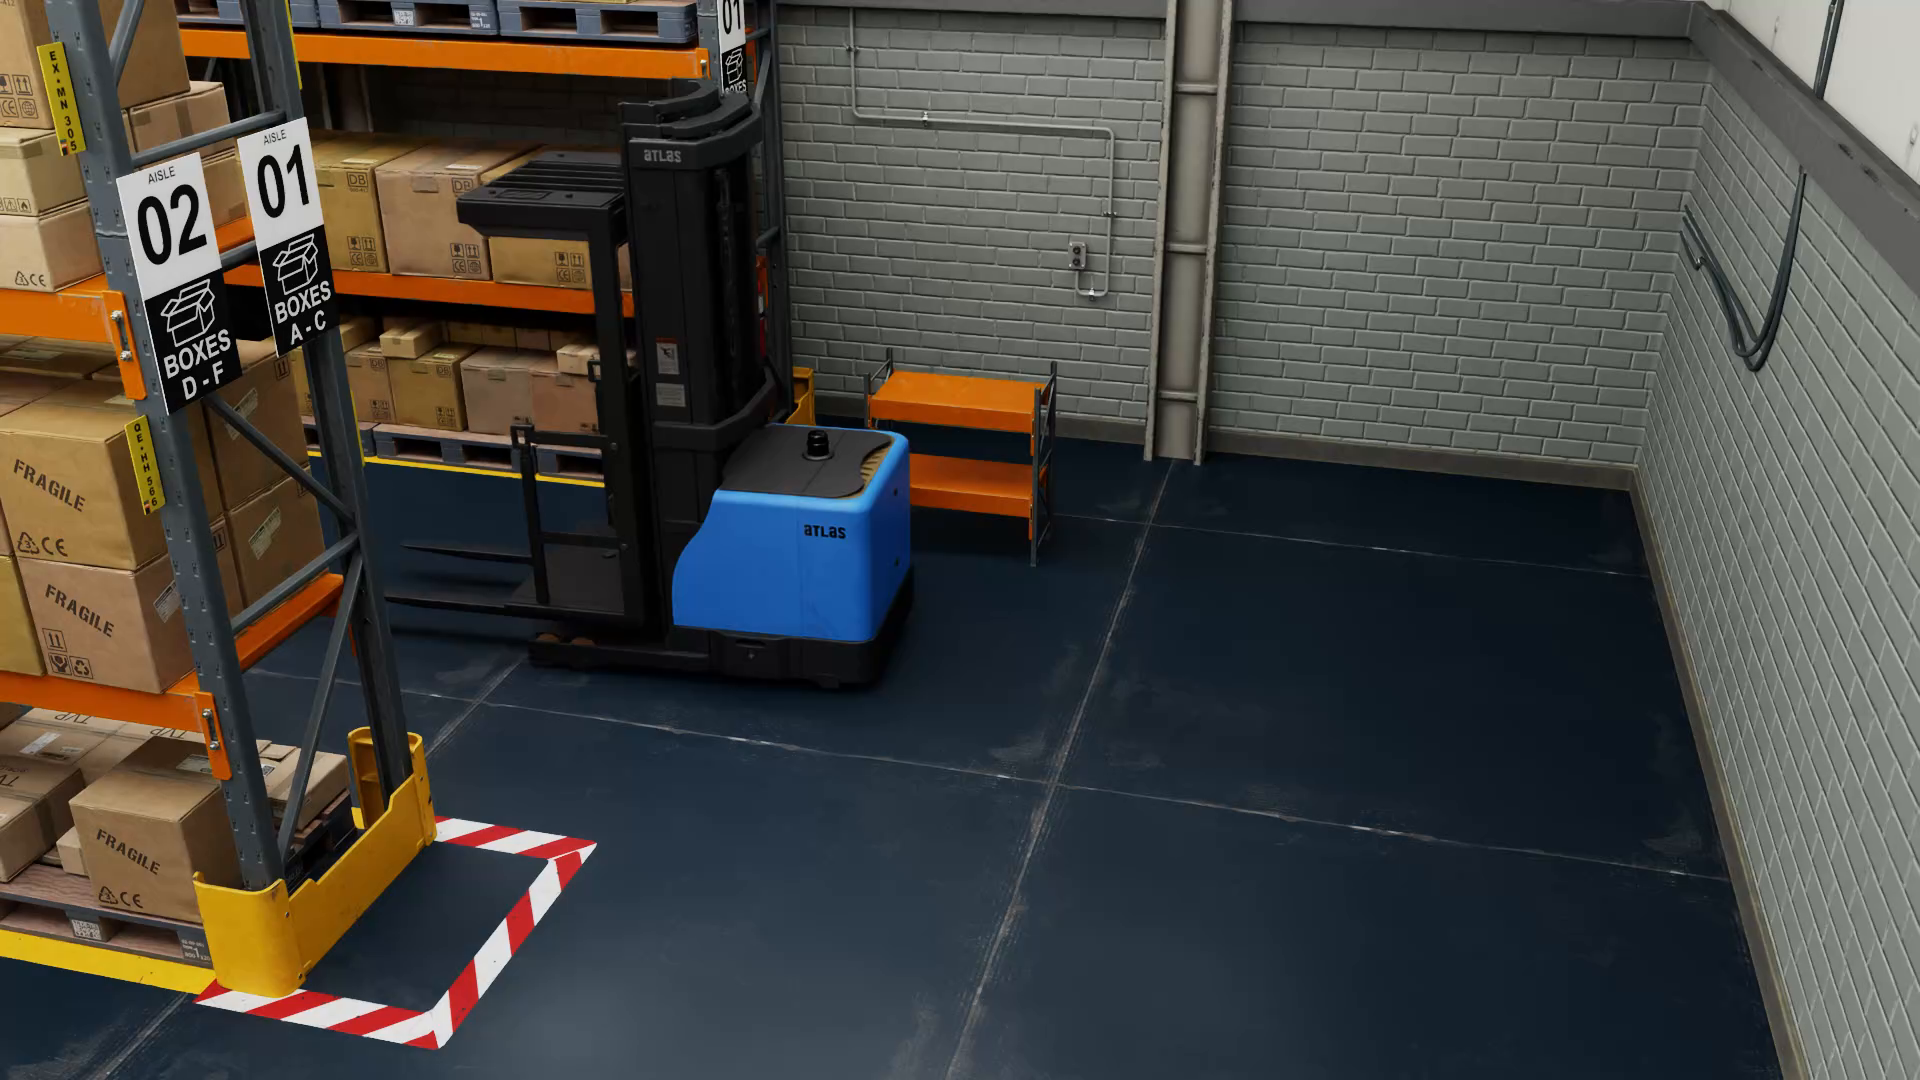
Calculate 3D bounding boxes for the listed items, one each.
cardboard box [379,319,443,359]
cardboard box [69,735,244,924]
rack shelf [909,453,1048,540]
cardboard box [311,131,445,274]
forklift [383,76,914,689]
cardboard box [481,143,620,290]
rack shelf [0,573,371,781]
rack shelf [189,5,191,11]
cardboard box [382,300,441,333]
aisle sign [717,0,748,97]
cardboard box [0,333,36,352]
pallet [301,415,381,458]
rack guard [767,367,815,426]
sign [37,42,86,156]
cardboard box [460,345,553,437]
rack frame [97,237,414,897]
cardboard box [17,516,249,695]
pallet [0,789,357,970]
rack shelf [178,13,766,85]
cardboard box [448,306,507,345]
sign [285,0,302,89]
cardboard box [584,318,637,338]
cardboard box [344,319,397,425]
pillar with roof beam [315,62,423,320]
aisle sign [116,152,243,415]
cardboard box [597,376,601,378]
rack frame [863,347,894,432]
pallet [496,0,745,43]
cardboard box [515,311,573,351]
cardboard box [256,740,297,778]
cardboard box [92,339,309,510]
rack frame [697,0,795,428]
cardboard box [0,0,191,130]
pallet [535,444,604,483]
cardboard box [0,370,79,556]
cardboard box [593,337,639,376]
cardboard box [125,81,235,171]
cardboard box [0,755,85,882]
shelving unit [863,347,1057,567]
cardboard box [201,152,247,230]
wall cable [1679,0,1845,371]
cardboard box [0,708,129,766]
[{"bbox_3d":[-3.724,-1.367,11.296,0.250,0.149,0.380,6,26,12],"label":"cardboard box"},{"bbox_3d":[-3.159,1.161,6.718,0.500,0.500,0.500,6,26,13],"label":"cardboard box"},{"bbox_3d":[0.007,-0.286,10.112,1.000,0.278,0.538,6,26,13],"label":"rack shelf"},{"bbox_3d":[-3.988,-2.294,11.230,0.700,0.700,0.980,6,26,12],"label":"cardboard box"},{"bbox_3d":[-1.829,-0.855,8.636,3.031,2.935,1.130,5,26,10],"label":"forklift"},{"bbox_3d":[-2.544,-2.135,10.896,0.700,0.700,0.980,6,26,13],"label":"cardboard box"},{"bbox_3d":[-4.508,0.298,6.972,4.000,0.370,1.077,6,26,13],"label":"rack shelf"},{"bbox_3d":[-7.152,-3.548,11.560,4.000,0.370,1.077,6,26,13],"label":"rack shelf"},{"bbox_3d":[-3.841,-1.550,11.681,0.250,0.149,0.380,5,26,11],"label":"cardboard box"},{"bbox_3d":[-1.346,-2.917,9.863,0.004,0.787,0.394,6,26,13],"label":"aisle sign"},{"bbox_3d":[-3.926,-0.575,6.690,0.500,0.500,0.500,7,26,14],"label":"cardboard box"},{"bbox_3d":[-4.498,-0.931,11.960,1.213,0.211,1.003,6,26,13],"label":"pallet"},{"bbox_3d":[-1.317,-0.745,11.232,0.348,0.500,1.175,6,26,13],"label":"rack guard"},{"bbox_3d":[-2.728,-1.338,5.052,0.005,0.325,0.100,6,26,13],"label":"sign"},{"bbox_3d":[-3.015,-1.077,11.443,0.500,0.500,0.700,5,26,11],"label":"cardboard box"},{"bbox_3d":[-2.571,0.187,6.368,0.127,3.000,1.000,6,26,13],"label":"rack frame"},{"bbox_3d":[-3.072,0.207,6.209,0.500,0.500,0.500,7,26,15],"label":"cardboard box"},{"bbox_3d":[-3.417,1.353,7.163,1.213,0.211,1.003,6,26,13],"label":"pallet"},{"bbox_3d":[-3.278,-3.119,10.660,4.000,0.370,1.077,6,26,13],"label":"rack shelf"},{"bbox_3d":[-3.346,-1.495,11.566,0.250,0.149,0.380,6,26,12],"label":"cardboard box"},{"bbox_3d":[-2.436,-1.788,6.010,0.005,0.325,0.100,6,26,13],"label":"sign"},{"bbox_3d":[-2.363,-1.387,11.338,0.250,0.149,0.380,6,26,13],"label":"cardboard box"},{"bbox_3d":[-4.030,-1.187,11.673,0.500,0.500,0.700,6,26,12],"label":"cardboard box"},{"bbox_3d":[-5.393,-3.506,7.145,0.400,9.000,9.100,6,26,13],"label":"pillar with roof beam"},{"bbox_3d":[-2.581,-0.852,5.526,0.004,0.787,0.394,6,26,13],"label":"aisle sign"},{"bbox_3d":[-2.043,-0.970,11.218,0.500,0.500,0.700,6,26,13],"label":"cardboard box"},{"bbox_3d":[-0.486,-0.562,10.121,0.032,1.125,0.500,6,26,13],"label":"rack frame"},{"bbox_3d":[-2.062,-3.265,10.232,1.213,0.211,1.003,6,26,13],"label":"pallet"},{"bbox_3d":[-2.852,-1.441,11.451,0.250,0.149,0.380,7,26,14],"label":"cardboard box"},{"bbox_3d":[-3.133,1.053,7.333,0.250,0.166,0.380,6,26,13],"label":"cardboard box"},{"bbox_3d":[-2.935,-0.467,6.462,0.500,0.500,0.500,7,26,15],"label":"cardboard box"},{"bbox_3d":[-1.341,-1.876,10.701,0.127,3.000,1.000,6,26,13],"label":"rack frame"},{"bbox_3d":[-3.072,-1.712,5.588,0.500,0.500,0.700,6,26,13],"label":"cardboard box"},{"bbox_3d":[-2.135,-0.670,11.411,1.213,0.211,1.003,6,26,13],"label":"pallet"},{"bbox_3d":[-3.560,-0.297,6.104,0.500,0.500,0.500,7,26,14],"label":"cardboard box"},{"bbox_3d":[-2.213,-1.201,10.948,0.250,0.149,0.380,6,26,12],"label":"cardboard box"},{"bbox_3d":[-3.003,-1.489,5.991,0.500,0.250,0.500,6,26,13],"label":"cardboard box"},{"bbox_3d":[-4.071,1.160,7.011,0.500,0.250,0.500,6,26,13],"label":"cardboard box"},{"bbox_3d":[0.007,-0.507,10.007,1.048,1.125,0.538,6,26,13],"label":"shelving unit"},{"bbox_3d":[-3.005,-1.261,6.093,0.500,0.250,0.500,6,26,13],"label":"cardboard box"},{"bbox_3d":[4.048,-2.428,8.494,0.112,2.526,3.097,6,26,13],"label":"wall cable"},{"bbox_3d":[-3.995,0.946,7.460,0.500,0.250,0.500,6,26,13],"label":"cardboard box"}]
